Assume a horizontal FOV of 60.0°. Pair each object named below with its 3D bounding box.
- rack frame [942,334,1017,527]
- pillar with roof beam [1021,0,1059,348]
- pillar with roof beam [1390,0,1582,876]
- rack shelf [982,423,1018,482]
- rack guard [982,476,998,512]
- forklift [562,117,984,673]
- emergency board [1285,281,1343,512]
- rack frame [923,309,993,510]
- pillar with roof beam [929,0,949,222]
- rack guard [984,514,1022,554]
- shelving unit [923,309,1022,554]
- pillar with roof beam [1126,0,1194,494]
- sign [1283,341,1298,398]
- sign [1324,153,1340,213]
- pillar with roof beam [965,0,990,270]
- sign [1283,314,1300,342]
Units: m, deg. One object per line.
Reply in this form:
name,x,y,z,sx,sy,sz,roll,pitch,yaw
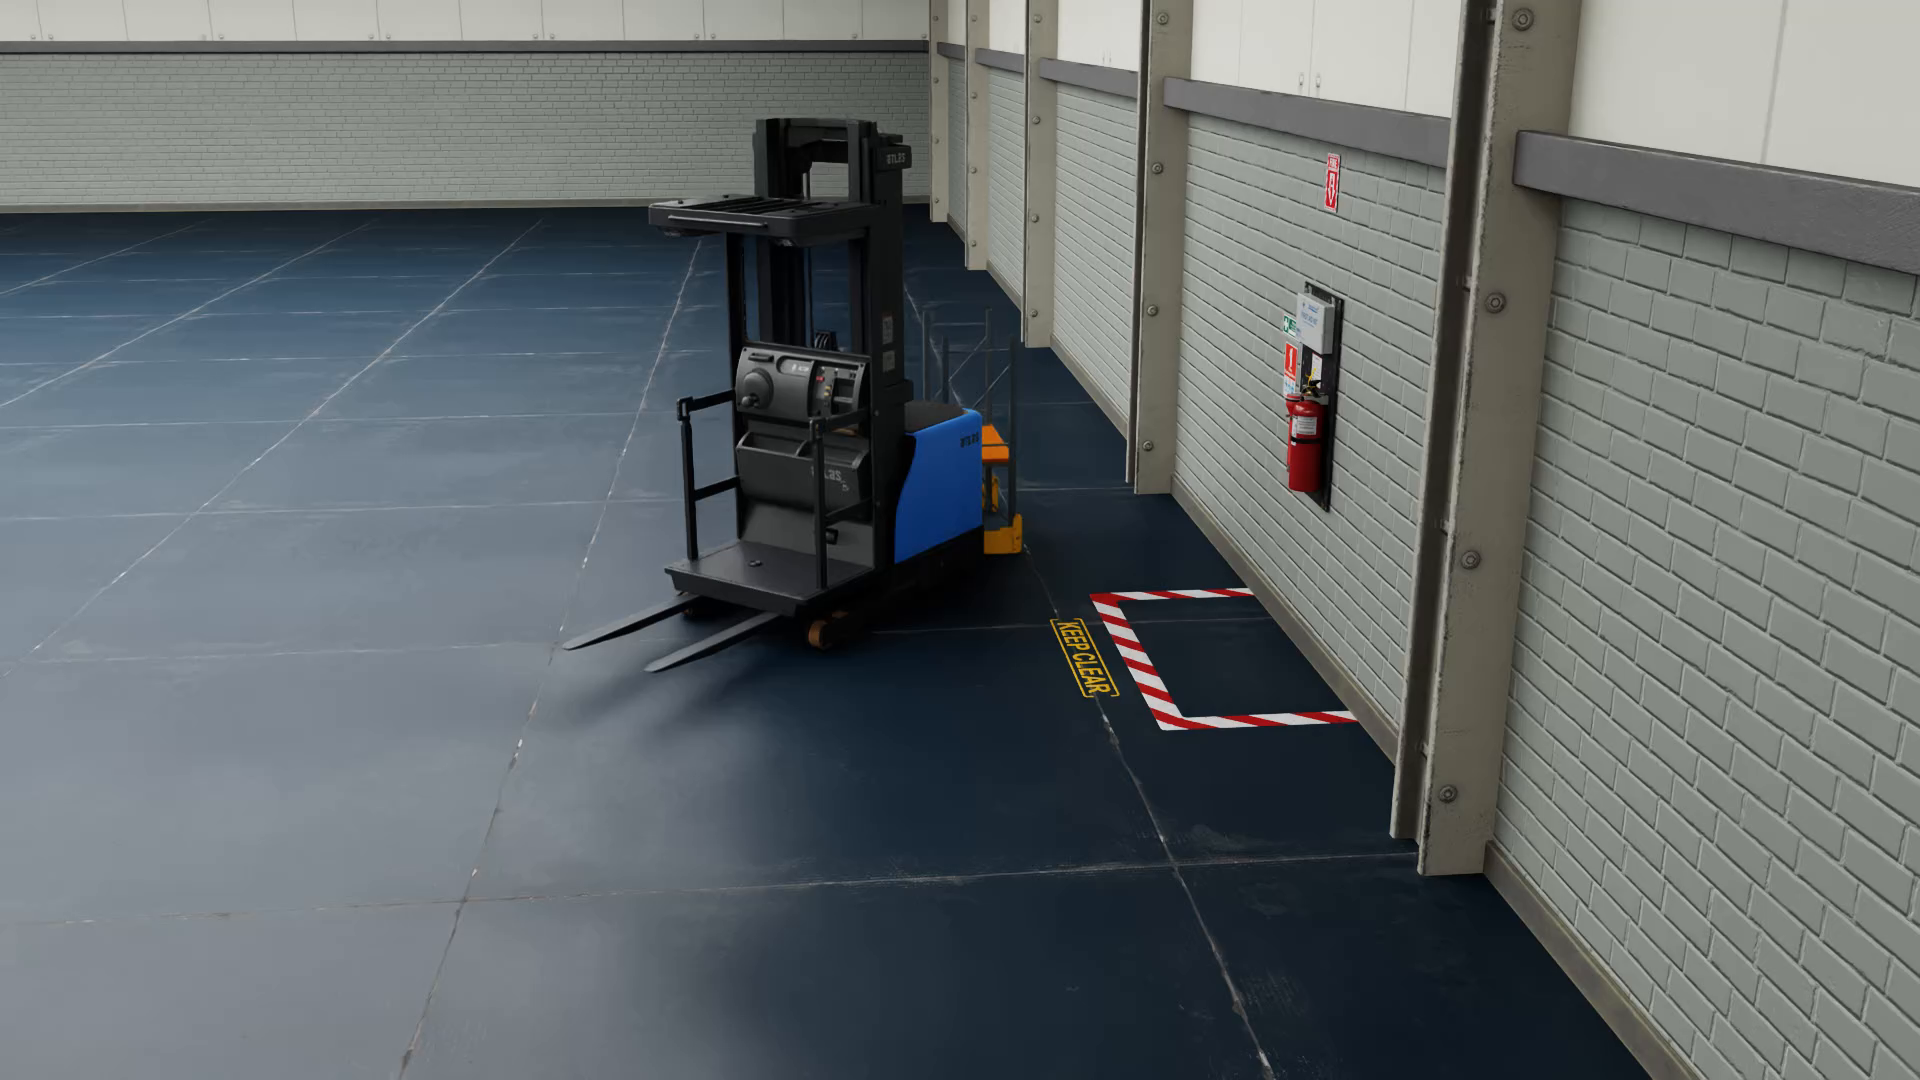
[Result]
rack frame,0.128,-0.631,11.184,0.500,1.500,0.032,-2,18,-8
pillar with roof beam,-3.415,-6.364,16.926,9.100,9.000,0.400,-2,18,-6
pillar with roof beam,-2.177,-2.789,5.538,9.100,9.000,0.400,-2,18,-6
rack shelf,0.057,-0.611,11.718,0.538,0.185,1.000,-2,18,-8
rack guard,-0.012,-0.331,12.314,0.587,0.250,0.087,-2,18,-8
forklift,-1.067,-0.925,9.731,1.130,2.935,3.031,11,21,31
emergency board,1.888,-0.797,9.209,0.194,1.169,0.643,-2,18,-6
rack frame,-0.015,-0.933,12.145,0.500,1.500,0.032,-2,18,-8
pillar with roof beam,-4.652,-9.940,28.314,9.100,9.000,0.400,-2,18,-6
rack guard,0.128,-0.035,11.373,0.587,0.250,0.087,-2,18,-8
shelving unit,0.058,-0.779,11.656,0.587,1.500,1.083,-2,18,-8
pillar with roof beam,-2.796,-4.577,11.232,9.100,9.000,0.400,-2,18,-6
sign,1.934,-0.982,9.739,0.001,0.329,0.234,-2,18,-6
sign,1.986,-1.909,8.879,0.001,0.298,0.199,-2,18,-6
pillar with roof beam,-4.034,-8.152,22.620,9.100,9.000,0.400,-2,18,-6
sign,1.925,-1.234,9.654,0.001,0.109,0.331,-2,18,-6
